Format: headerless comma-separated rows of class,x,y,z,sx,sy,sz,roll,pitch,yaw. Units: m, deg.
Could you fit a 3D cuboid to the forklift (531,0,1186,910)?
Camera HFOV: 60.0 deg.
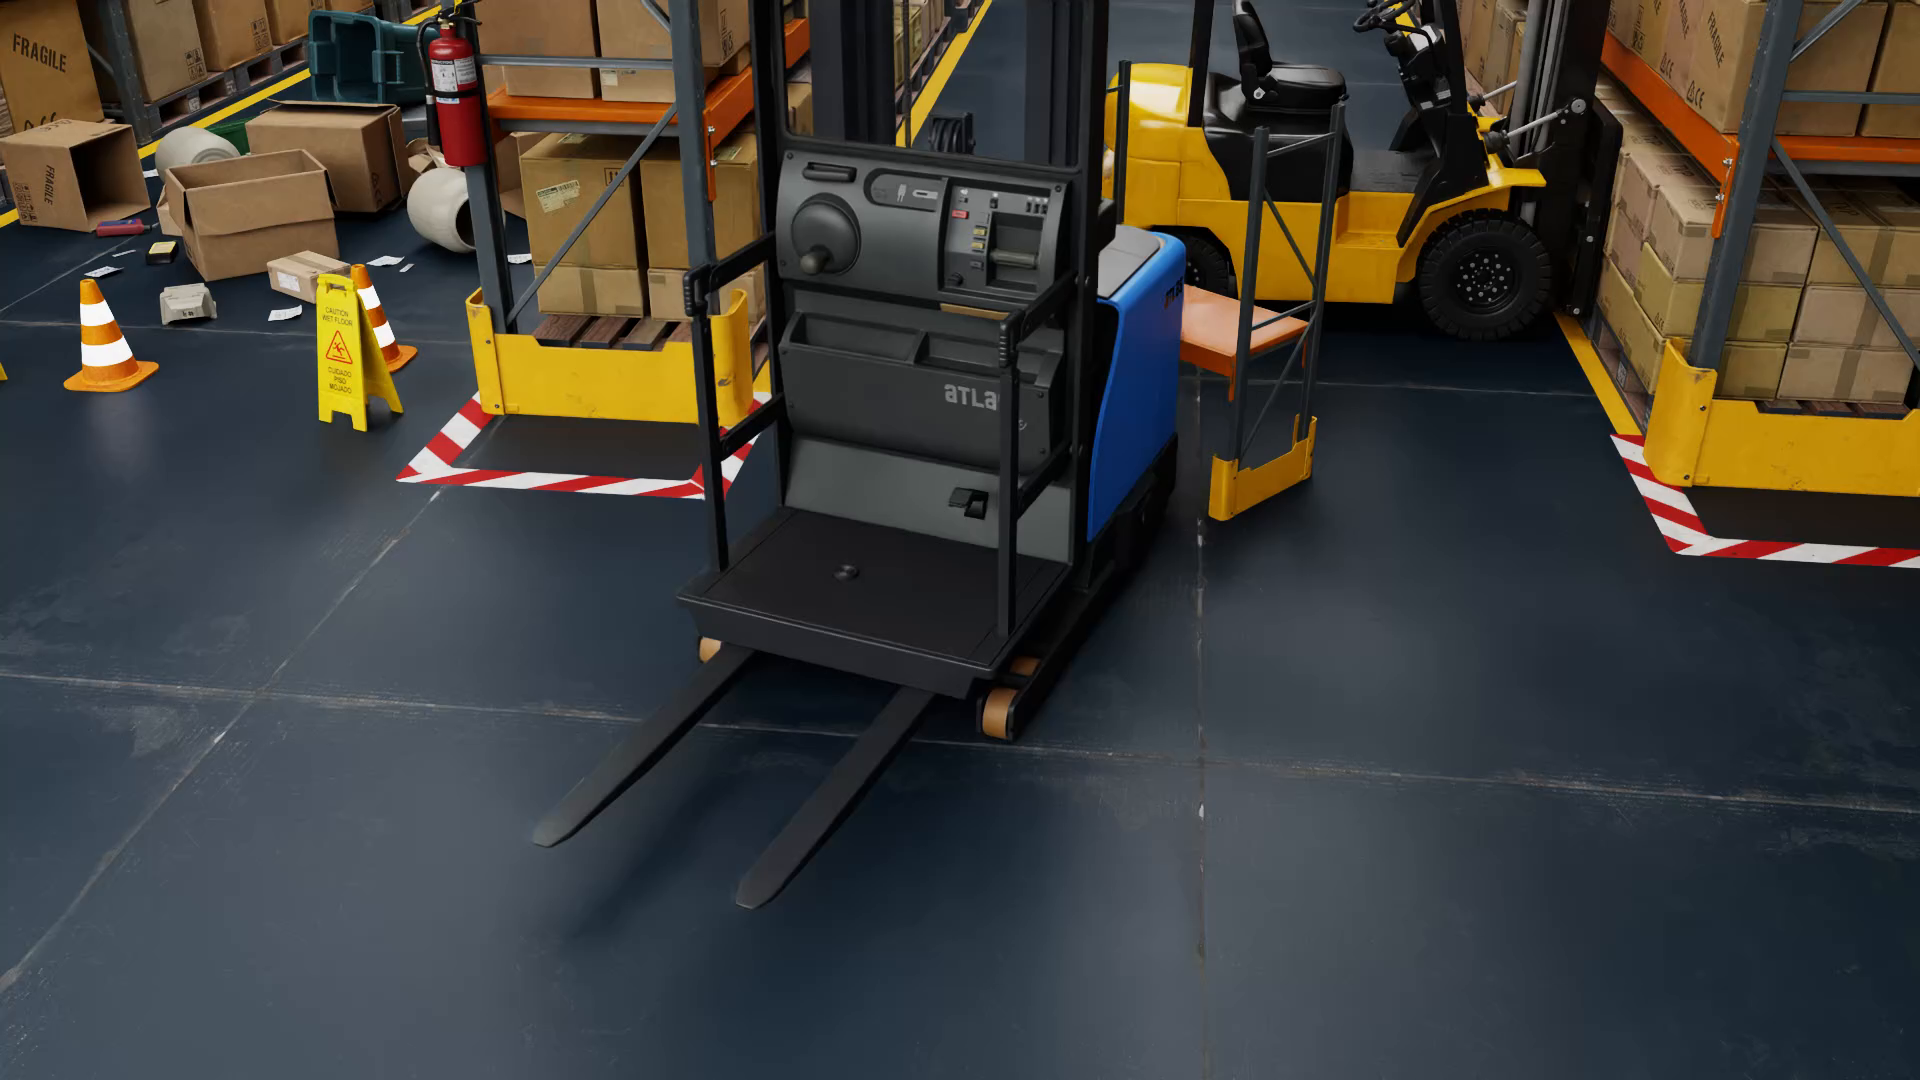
forklift,-0.211,-0.907,4.843,1.130,2.935,3.031,12,30,20

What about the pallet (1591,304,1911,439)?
pallet,3.457,-0.734,7.391,1.003,0.211,1.213,3,28,6

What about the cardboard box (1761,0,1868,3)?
cardboard box,3.169,-2.109,6.212,0.380,0.149,0.250,4,29,7

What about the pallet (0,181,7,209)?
pallet,-6.275,-1.852,9.466,1.003,0.211,1.213,3,28,6

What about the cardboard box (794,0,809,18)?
cardboard box,-0.947,-2.769,8.492,0.380,0.149,0.250,4,29,7

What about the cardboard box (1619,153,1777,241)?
cardboard box,3.208,-1.490,7.255,0.500,0.250,0.500,4,29,7

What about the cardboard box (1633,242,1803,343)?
cardboard box,3.154,-1.041,6.950,0.500,0.250,0.500,3,28,6

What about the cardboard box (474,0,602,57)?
cardboard box,-1.729,-2.333,6.998,0.500,0.500,0.500,3,28,5

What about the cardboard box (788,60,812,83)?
cardboard box,-0.960,-2.300,9.022,0.500,0.500,0.500,5,29,9

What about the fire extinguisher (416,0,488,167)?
fire extinguisher,-1.994,-1.825,6.557,0.296,0.674,0.183,3,28,6

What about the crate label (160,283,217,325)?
crate label,-3.858,-1.182,8.299,0.250,0.136,0.298,-11,30,-20

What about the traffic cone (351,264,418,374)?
traffic cone,-2.750,-1.047,7.705,0.336,0.463,0.334,3,28,6

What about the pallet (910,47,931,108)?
pallet,-0.791,-3.484,12.494,1.003,0.211,1.213,3,28,6

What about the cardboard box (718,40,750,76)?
cardboard box,-1.145,-2.163,7.368,0.380,0.149,0.250,2,28,5

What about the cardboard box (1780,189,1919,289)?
cardboard box,3.651,-1.229,6.771,0.500,0.250,0.500,3,28,5

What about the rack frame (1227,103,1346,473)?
rack frame,1.204,-0.834,6.216,0.500,1.500,0.032,-25,37,-38

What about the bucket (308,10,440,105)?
bucket,-3.686,-3.039,10.578,0.726,0.611,0.620,14,21,24

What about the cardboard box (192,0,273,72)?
cardboard box,-5.848,-3.955,12.358,1.050,0.750,0.750,3,28,6

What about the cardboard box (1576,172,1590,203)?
cardboard box,3.333,-1.756,8.277,0.500,0.250,0.500,3,28,6

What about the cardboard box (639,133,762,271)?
cardboard box,-1.147,-1.566,7.659,0.500,0.500,0.500,2,28,4

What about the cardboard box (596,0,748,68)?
cardboard box,-1.189,-2.268,6.878,0.500,0.500,0.500,3,28,5

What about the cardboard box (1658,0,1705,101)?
cardboard box,3.277,-2.134,6.943,0.500,0.500,0.500,4,29,8

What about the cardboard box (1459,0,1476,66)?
cardboard box,4.223,-3.904,12.395,0.875,0.625,0.625,4,29,8

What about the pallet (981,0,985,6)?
pallet,-0.219,-5.364,15.984,1.003,0.211,1.213,3,28,6

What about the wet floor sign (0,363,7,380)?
wet floor sign,-4.486,-0.961,7.354,0.267,0.644,0.232,-1,28,-3

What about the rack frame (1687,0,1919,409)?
rack frame,3.405,-1.600,6.057,1.000,3.000,0.127,3,28,6

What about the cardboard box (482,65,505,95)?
cardboard box,-2.802,-3.091,10.663,0.500,0.500,0.500,3,28,6

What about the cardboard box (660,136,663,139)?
cardboard box,-1.622,-1.829,8.148,0.500,0.500,0.500,4,29,8

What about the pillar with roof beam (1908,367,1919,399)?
pillar with roof beam,0.112,-4.766,5.609,9.100,9.000,0.400,3,28,6

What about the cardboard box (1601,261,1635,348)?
cardboard box,3.219,-1.047,7.487,0.500,0.250,0.500,3,28,6

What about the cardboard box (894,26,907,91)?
cardboard box,-0.886,-3.383,11.694,0.950,0.372,0.625,5,29,9

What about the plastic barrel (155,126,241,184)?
plastic barrel,-4.574,-2.252,9.984,0.421,0.421,0.512,-24,36,-37

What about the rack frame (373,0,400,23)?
rack frame,-5.467,-5.892,14.024,1.000,3.000,0.127,3,28,6

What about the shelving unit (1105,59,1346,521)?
shelving unit,0.844,-1.010,6.543,0.587,1.500,1.083,-25,37,-38

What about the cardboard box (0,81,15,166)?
cardboard box,-6.210,-2.542,9.604,0.875,0.875,0.875,4,29,7

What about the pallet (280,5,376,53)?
pallet,-5.638,-4.298,14.005,1.003,0.211,1.213,3,28,6

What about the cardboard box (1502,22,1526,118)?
cardboard box,3.948,-2.868,10.472,0.875,0.625,0.625,5,29,8

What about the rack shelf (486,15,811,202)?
rack shelf,-1.277,-2.511,8.507,1.077,0.370,4.000,3,28,6

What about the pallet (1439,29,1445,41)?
pallet,4.245,-3.752,12.993,1.003,0.211,1.213,3,28,6

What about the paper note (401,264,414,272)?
paper note,-2.981,-1.468,8.964,0.032,0.001,0.123,3,28,6

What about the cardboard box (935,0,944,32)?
cardboard box,-0.621,-4.415,13.610,0.950,0.372,0.625,1,28,3

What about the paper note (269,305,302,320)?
paper note,-3.382,-1.140,8.334,0.148,0.019,0.142,-6,29,-11

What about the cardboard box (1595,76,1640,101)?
cardboard box,3.402,-2.213,8.596,0.500,0.250,0.500,4,29,8

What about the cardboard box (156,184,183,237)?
cardboard box,-4.340,-1.889,9.477,0.396,0.266,0.258,8,29,15
